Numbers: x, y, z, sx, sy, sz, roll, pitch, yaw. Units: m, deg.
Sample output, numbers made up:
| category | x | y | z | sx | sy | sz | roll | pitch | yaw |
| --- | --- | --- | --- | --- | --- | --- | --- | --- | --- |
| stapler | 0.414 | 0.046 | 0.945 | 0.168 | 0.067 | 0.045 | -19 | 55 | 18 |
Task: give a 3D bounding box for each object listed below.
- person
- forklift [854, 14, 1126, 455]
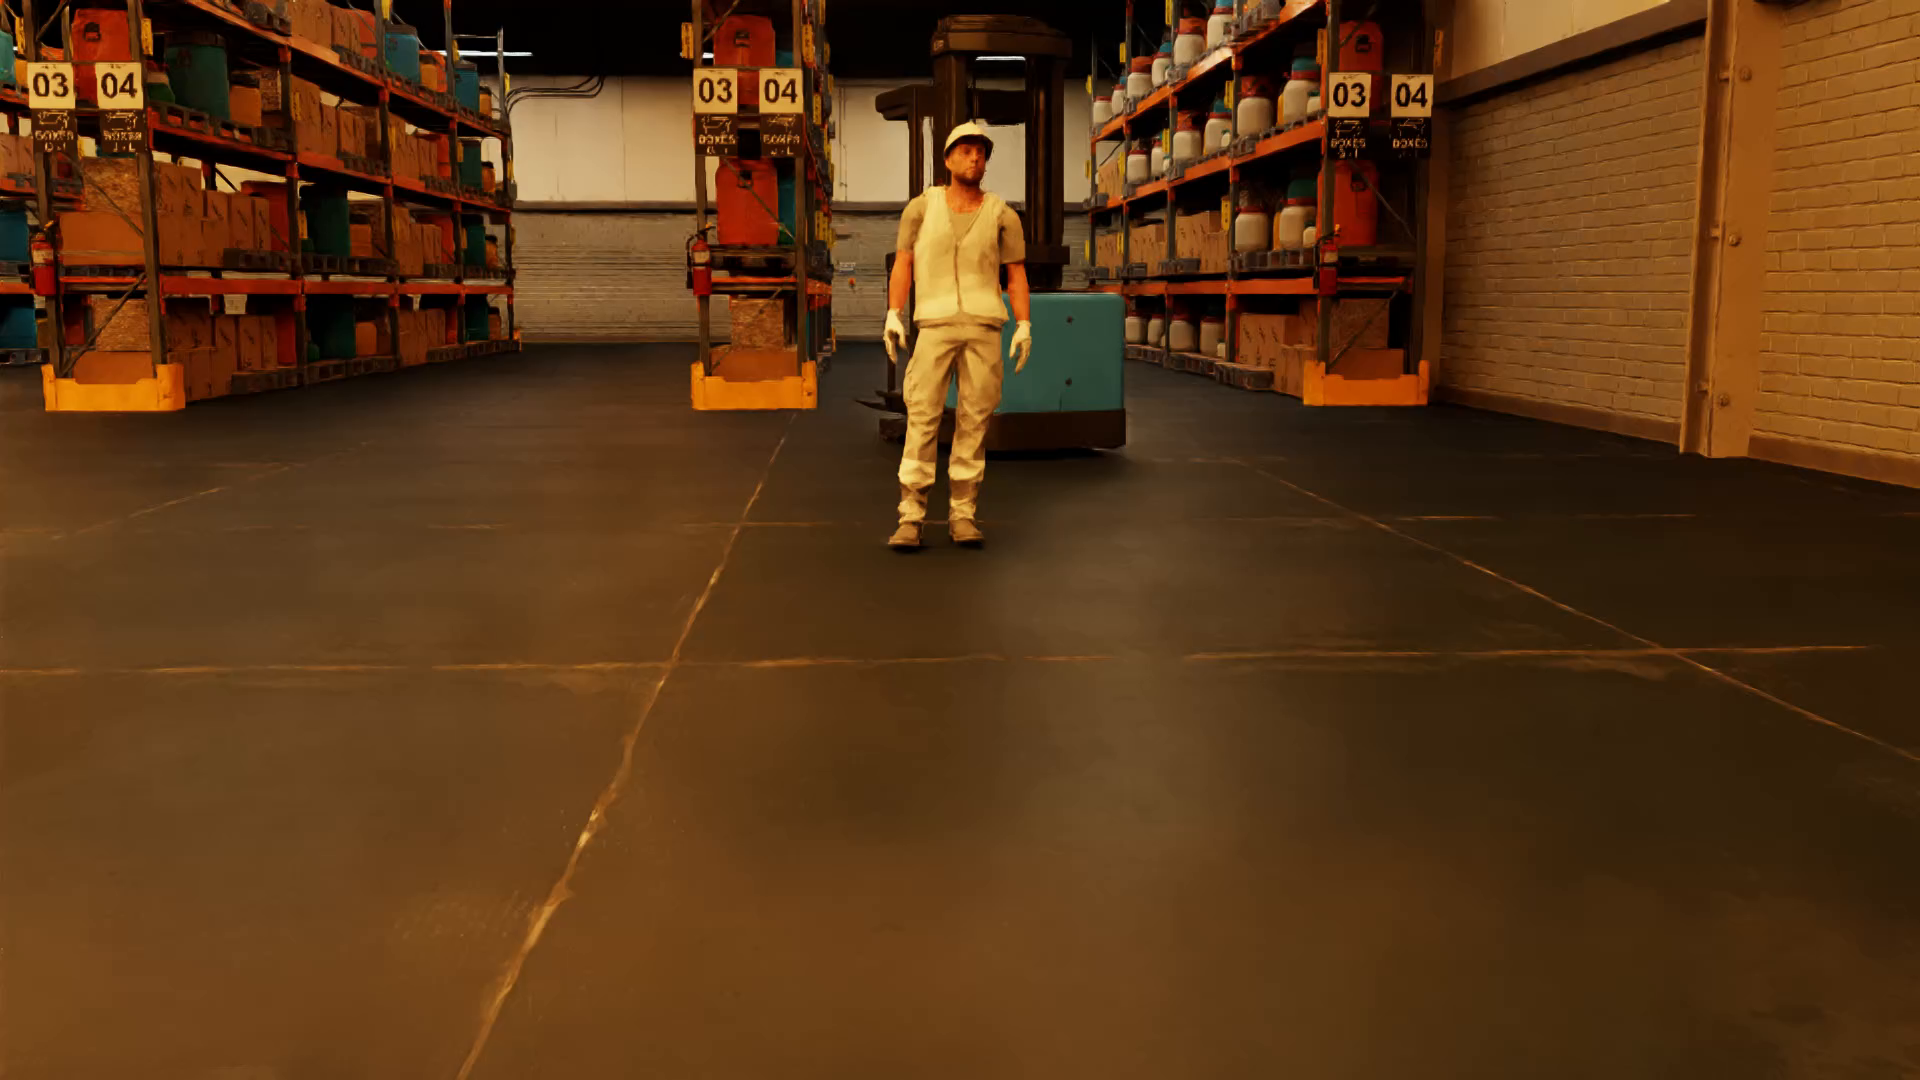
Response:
| category | x | y | z | sx | sy | sz | roll | pitch | yaw |
| --- | --- | --- | --- | --- | --- | --- | --- | --- | --- |
| person | -0.006 | -0.880 | 7.097 | 0.637 | 1.787 | 0.563 | -1 | 8 | -4 |
| forklift | 0.056 | -2.184 | 12.043 | 1.130 | 2.935 | 3.031 | -4 | 9 | -23 |
